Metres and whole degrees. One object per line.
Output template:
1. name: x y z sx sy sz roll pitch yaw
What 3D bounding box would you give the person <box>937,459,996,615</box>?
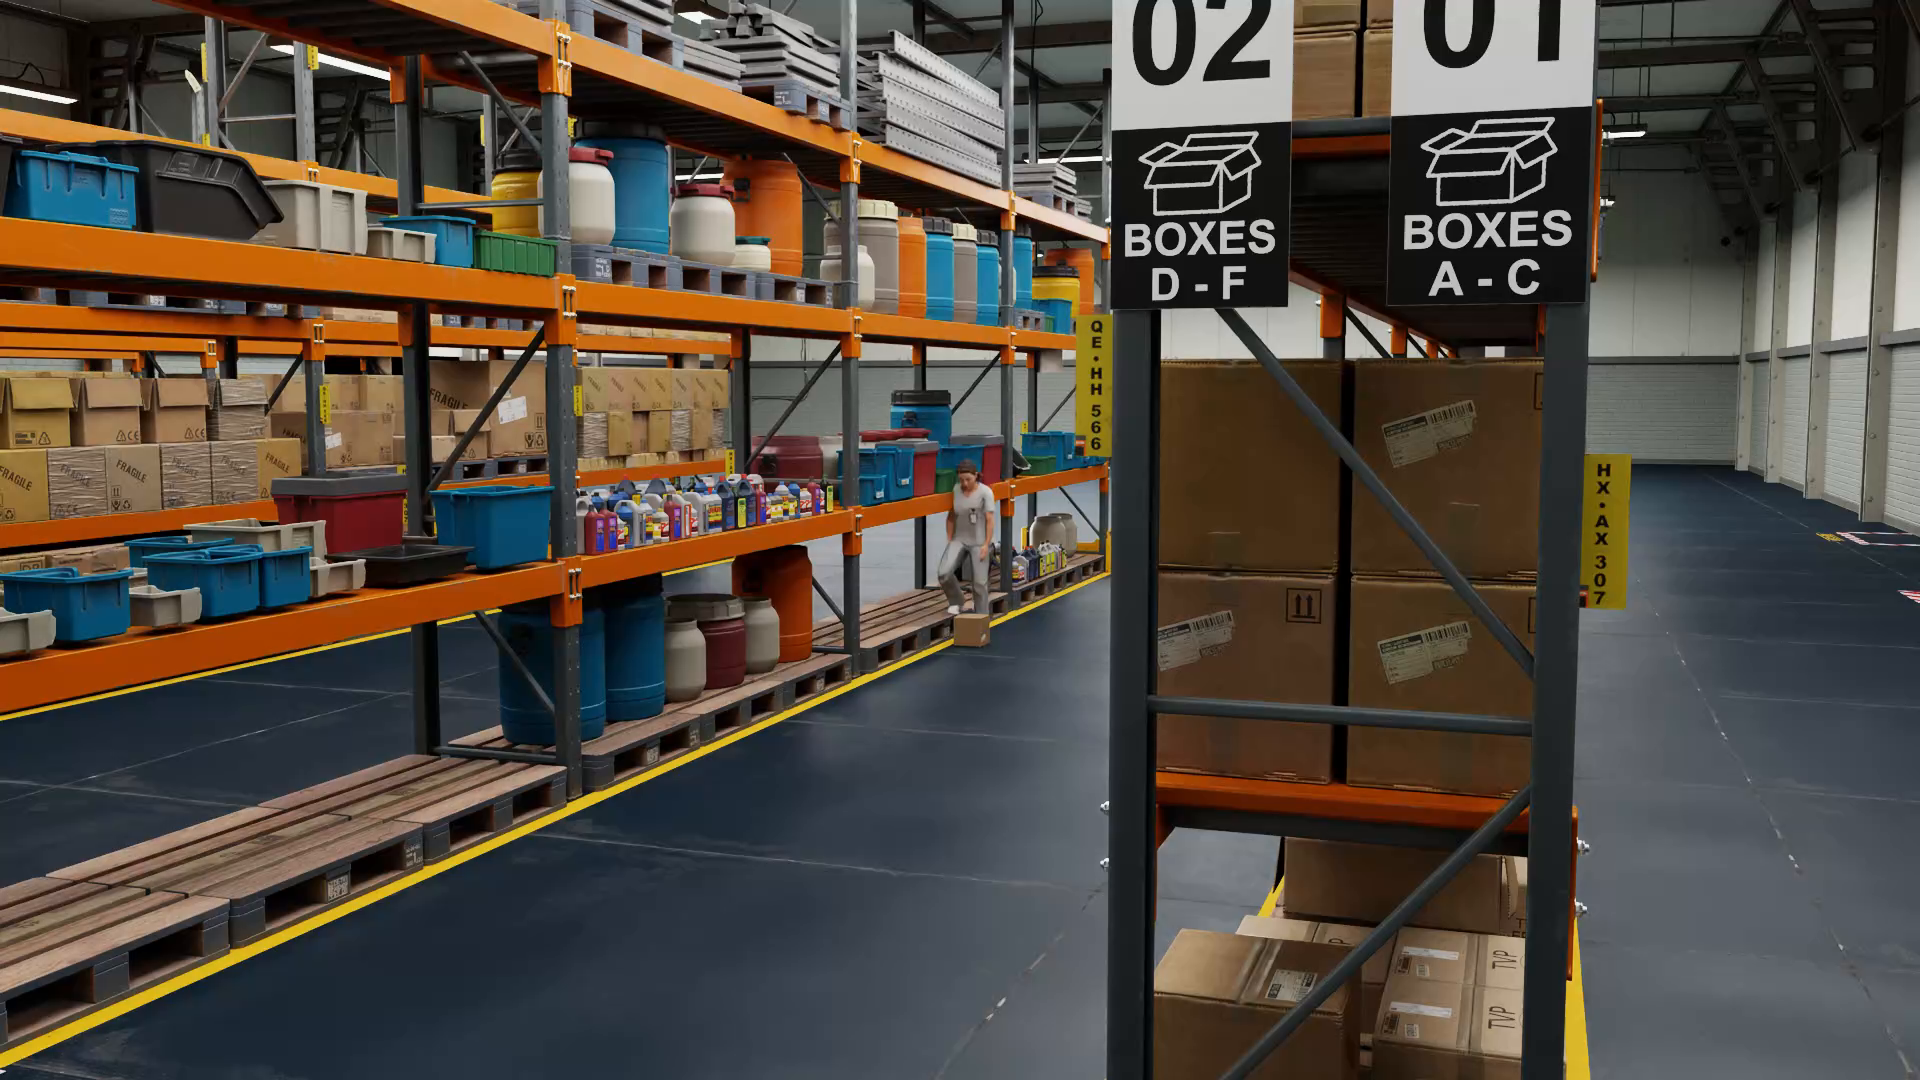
1. person: 0.080 0.072 14.845 0.464 1.606 0.490 2 6 20
